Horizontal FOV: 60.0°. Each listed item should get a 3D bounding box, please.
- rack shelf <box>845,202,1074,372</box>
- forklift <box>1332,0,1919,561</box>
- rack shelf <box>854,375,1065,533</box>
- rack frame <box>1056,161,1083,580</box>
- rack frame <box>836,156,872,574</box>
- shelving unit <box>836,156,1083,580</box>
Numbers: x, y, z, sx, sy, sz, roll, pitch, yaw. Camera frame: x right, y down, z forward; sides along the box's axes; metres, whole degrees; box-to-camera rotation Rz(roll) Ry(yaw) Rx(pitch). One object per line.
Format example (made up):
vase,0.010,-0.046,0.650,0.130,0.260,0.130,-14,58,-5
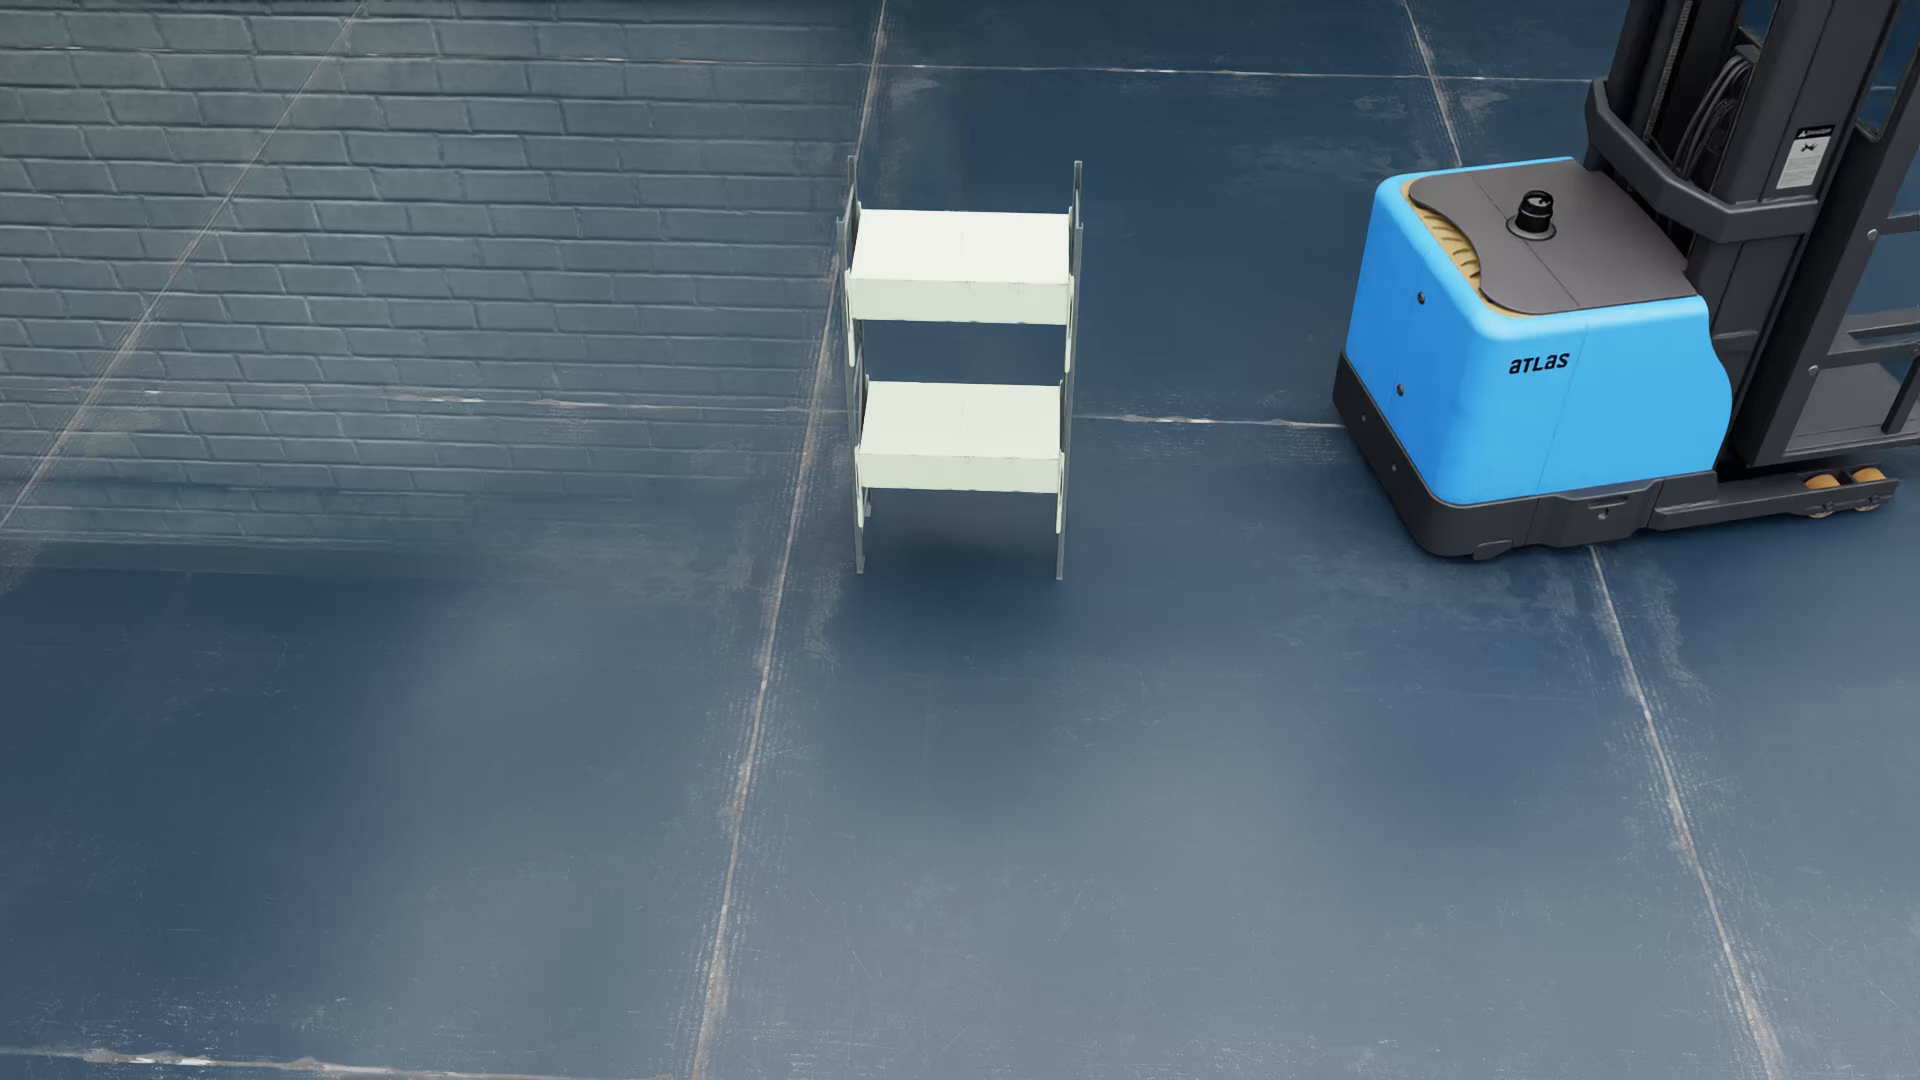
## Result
rack shelf,0.007,-0.834,5.473,0.720,0.370,0.431,2,43,2
forklift,3.083,-1.504,5.714,3.031,2.935,1.130,-8,44,-8
rack shelf,0.007,-0.310,5.961,0.720,0.370,0.431,2,43,2
rack frame,0.372,-0.537,5.727,0.023,1.500,0.400,2,43,2
rack frame,-0.359,-0.560,5.751,0.023,1.500,0.400,2,43,2
shelving unit,0.007,-0.549,5.739,0.755,1.500,0.431,2,43,2
